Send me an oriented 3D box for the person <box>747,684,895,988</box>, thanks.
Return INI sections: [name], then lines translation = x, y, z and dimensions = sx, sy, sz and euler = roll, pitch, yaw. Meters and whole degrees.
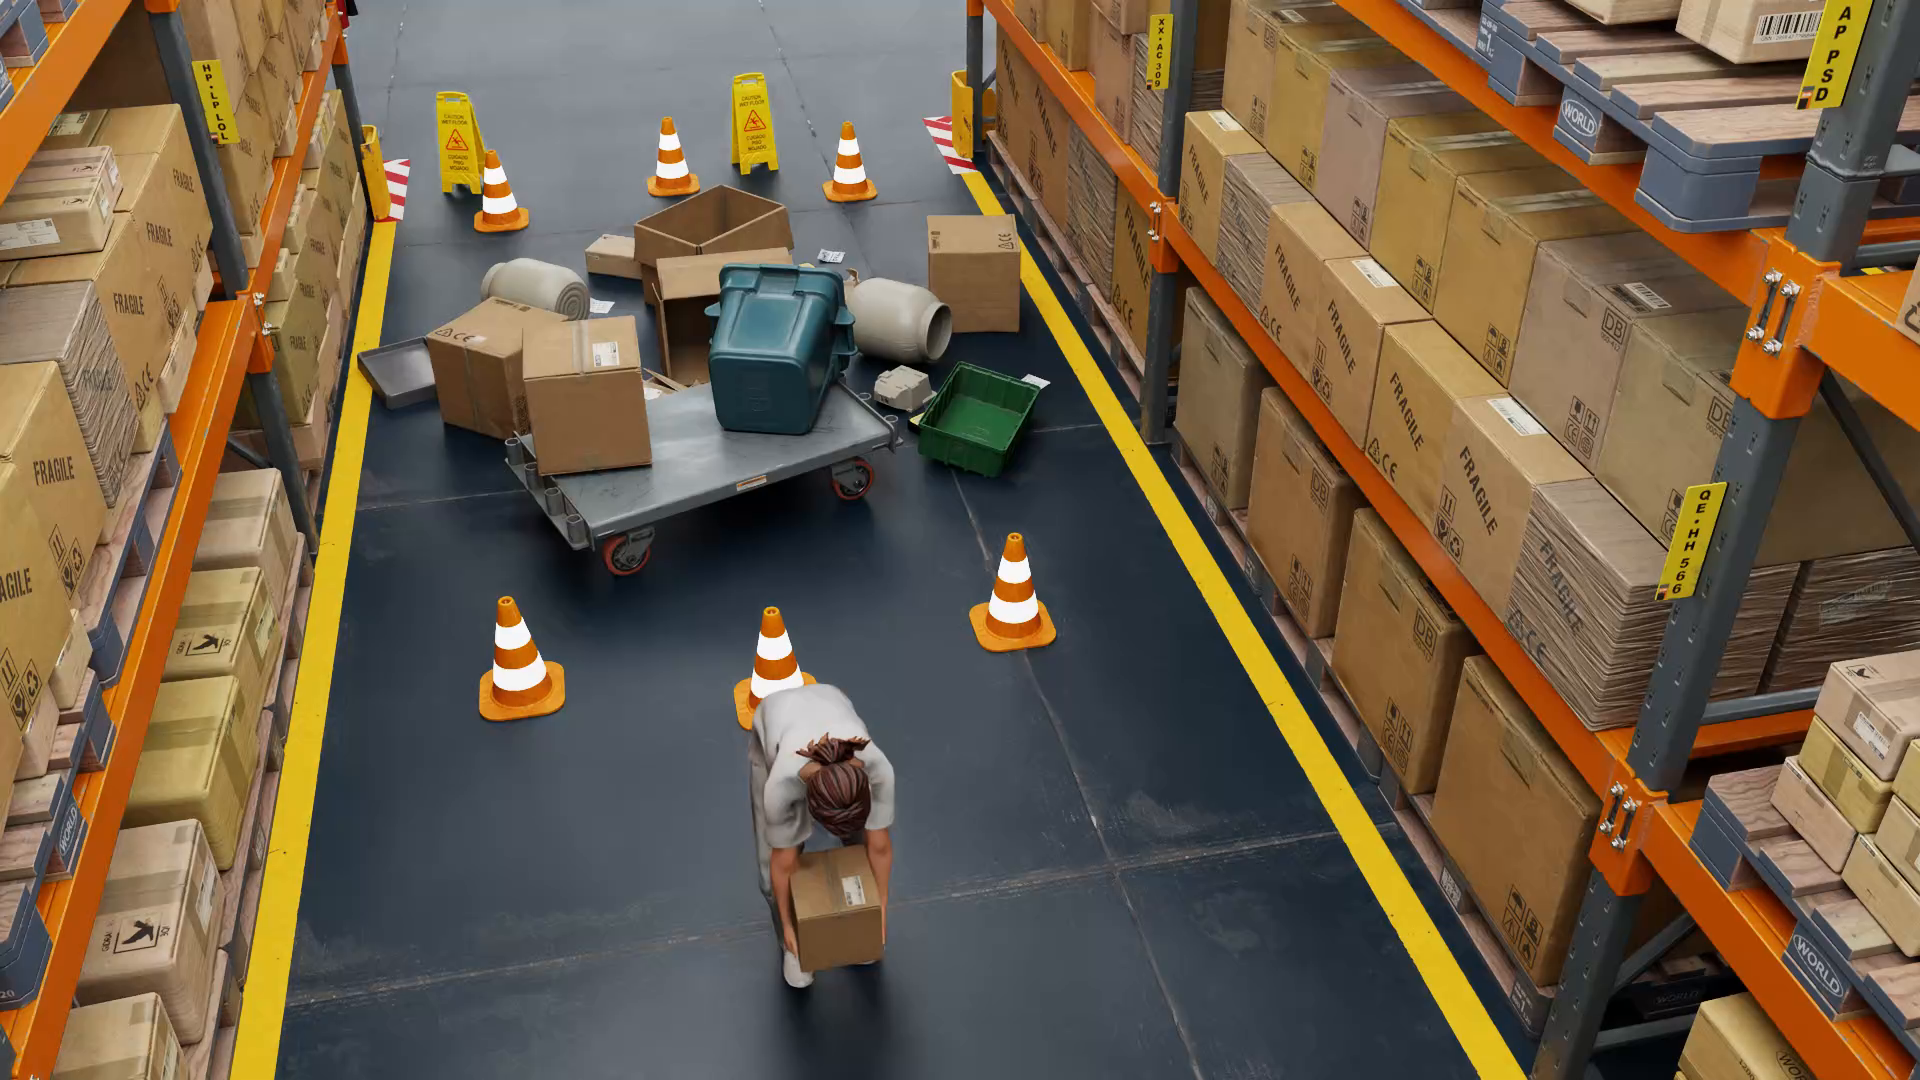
[person]
translation = -0.410, 0.963, 5.149
dimensions = 0.427, 1.217, 0.836
euler = -8, 35, -12
